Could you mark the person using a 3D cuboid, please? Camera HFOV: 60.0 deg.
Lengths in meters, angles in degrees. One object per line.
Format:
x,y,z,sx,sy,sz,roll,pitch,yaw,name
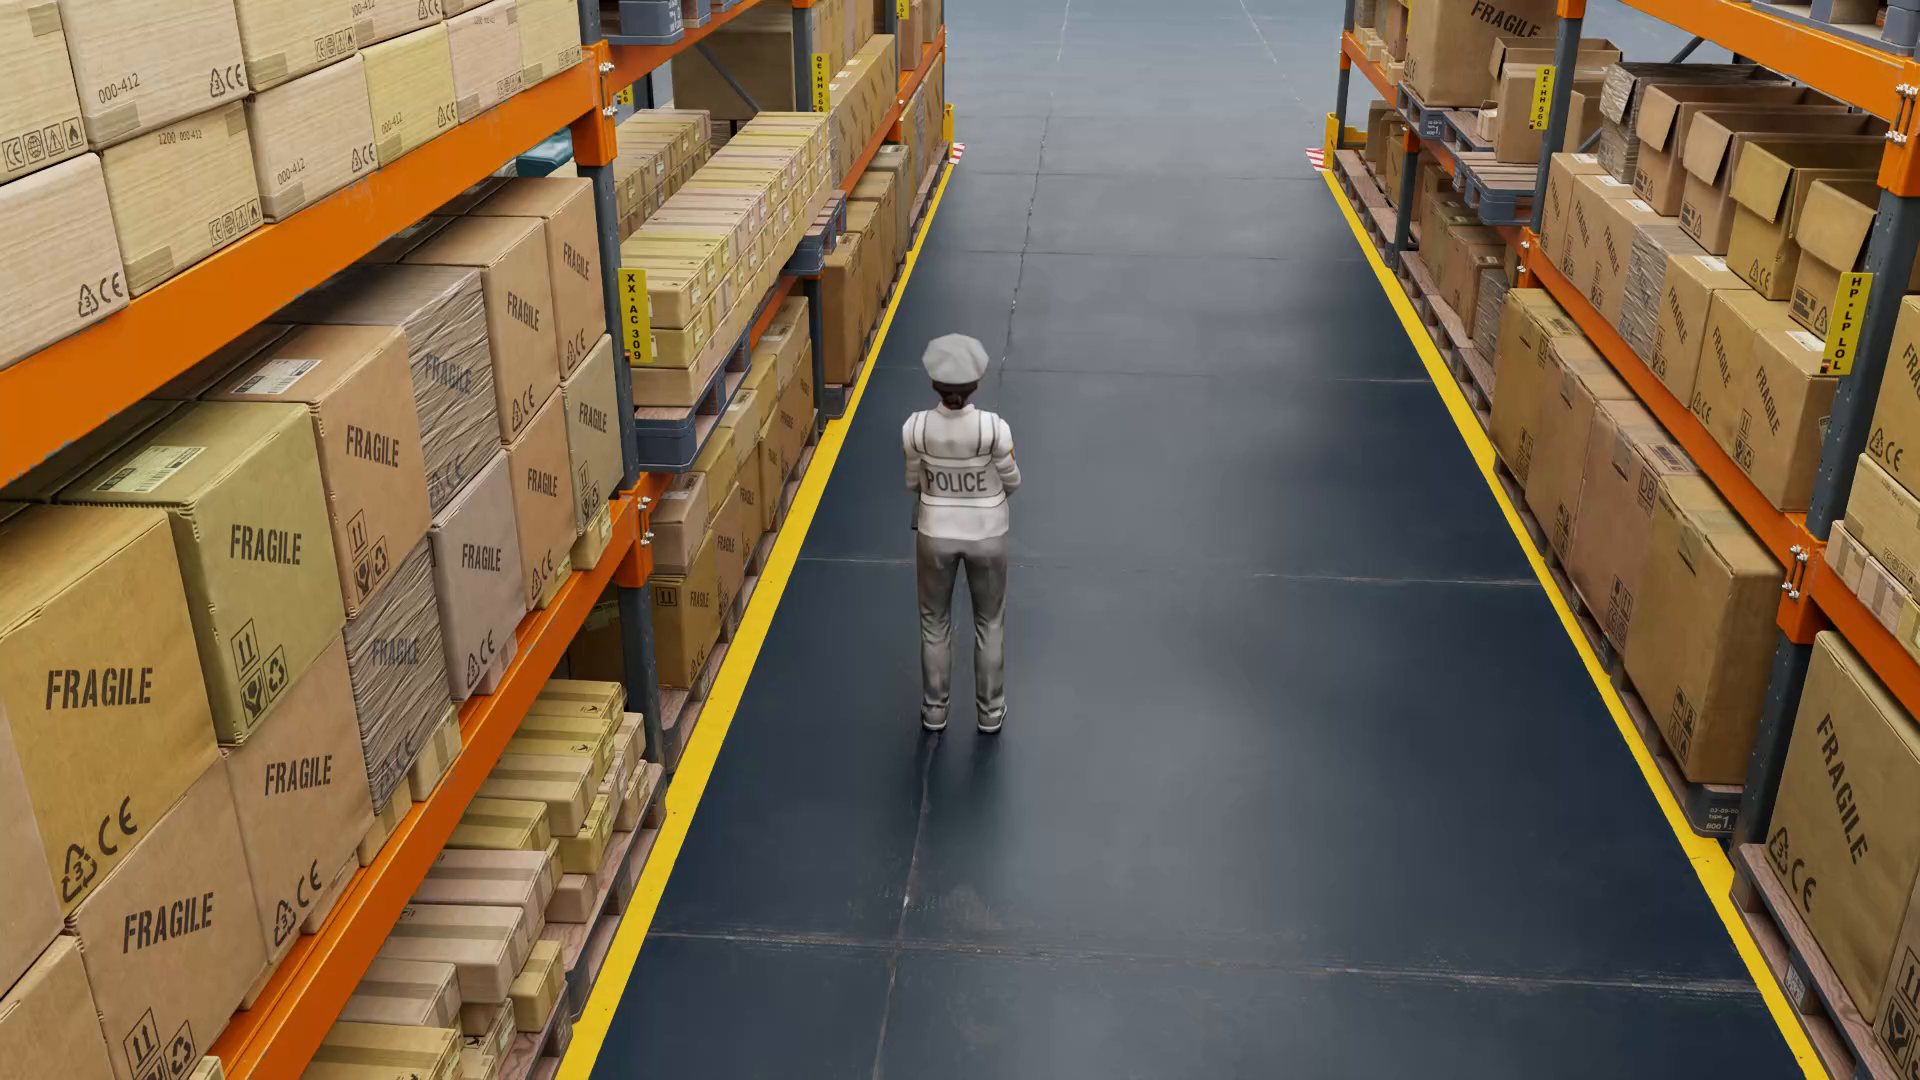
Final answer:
0.011,-0.039,6.662,0.459,1.686,0.562,2,25,5,person
